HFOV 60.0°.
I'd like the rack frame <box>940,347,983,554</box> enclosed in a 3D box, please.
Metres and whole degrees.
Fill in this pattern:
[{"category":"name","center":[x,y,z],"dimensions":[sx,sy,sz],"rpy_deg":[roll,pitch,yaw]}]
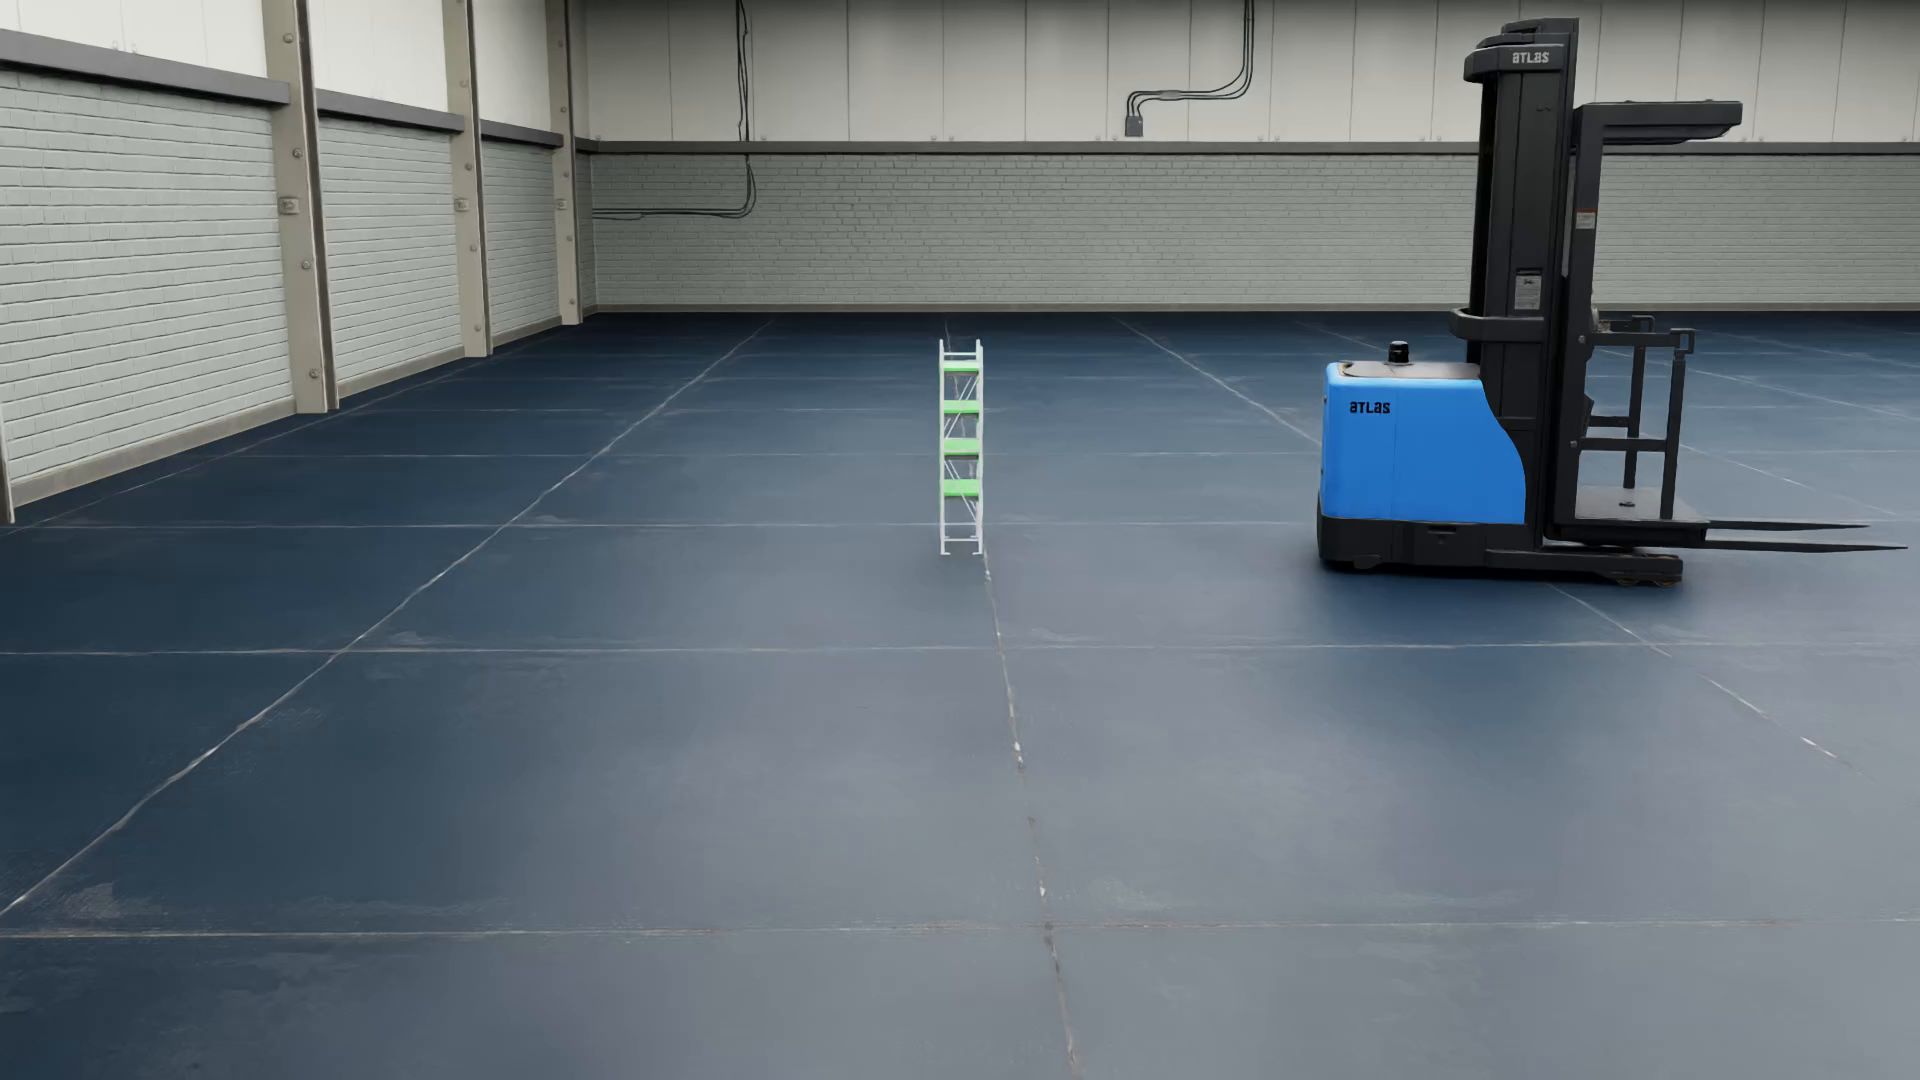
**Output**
[{"category":"rack frame","center":[0.008,-0.507,9.539],"dimensions":[0.240,1.200,0.015],"rpy_deg":[0,11,-1]}]

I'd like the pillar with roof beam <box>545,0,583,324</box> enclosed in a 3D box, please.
[{"category":"pillar with roof beam","center":[-2.255,-8.082,27.262],"dimensions":[9.100,9.000,0.400],"rpy_deg":[0,11,-1]}]

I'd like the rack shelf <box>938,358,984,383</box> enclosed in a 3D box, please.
[{"category":"rack shelf","center":[0.003,-0.963,9.695],"dimensions":[0.258,0.148,0.480],"rpy_deg":[0,11,-1]}]

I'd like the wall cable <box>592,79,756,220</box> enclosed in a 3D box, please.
[{"category":"wall cable","center":[-5.298,-7.133,30.397],"dimensions":[3.097,2.526,0.112],"rpy_deg":[0,11,-1]}]

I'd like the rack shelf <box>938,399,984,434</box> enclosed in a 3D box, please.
[{"category":"rack shelf","center":[0.003,-0.728,9.743],"dimensions":[0.258,0.148,0.480],"rpy_deg":[0,11,-1]}]

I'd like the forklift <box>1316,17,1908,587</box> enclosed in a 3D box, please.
[{"category":"forklift","center":[3.566,-1.301,9.098],"dimensions":[3.031,2.935,1.130],"rpy_deg":[2,12,11]}]

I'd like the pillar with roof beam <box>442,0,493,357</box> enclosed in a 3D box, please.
[{"category":"pillar with roof beam","center":[-2.131,-6.889,21.383],"dimensions":[9.100,9.000,0.400],"rpy_deg":[0,11,-1]}]

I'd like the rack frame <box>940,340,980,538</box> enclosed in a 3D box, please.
[{"category":"rack frame","center":[-0.002,-0.604,10.017],"dimensions":[0.240,1.200,0.015],"rpy_deg":[0,11,-1]}]

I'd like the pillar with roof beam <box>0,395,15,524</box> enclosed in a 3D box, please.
[{"category":"pillar with roof beam","center":[-1.883,-4.504,9.626],"dimensions":[9.100,9.000,0.400],"rpy_deg":[0,11,-1]}]

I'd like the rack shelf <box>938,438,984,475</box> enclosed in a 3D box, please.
[{"category":"rack shelf","center":[0.003,-0.492,9.790],"dimensions":[0.258,0.148,0.480],"rpy_deg":[0,11,-1]}]

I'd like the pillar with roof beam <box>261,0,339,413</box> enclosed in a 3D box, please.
[{"category":"pillar with roof beam","center":[-2.007,-5.696,15.504],"dimensions":[9.100,9.000,0.400],"rpy_deg":[0,11,-1]}]

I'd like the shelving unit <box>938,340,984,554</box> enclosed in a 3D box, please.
[{"category":"shelving unit","center":[0.003,-0.555,9.778],"dimensions":[0.258,1.200,0.503],"rpy_deg":[0,11,-1]}]

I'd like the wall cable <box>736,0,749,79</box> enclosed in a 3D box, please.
[{"category":"wall cable","center":[-2.593,-9.620,29.950],"dimensions":[3.097,2.526,0.112],"rpy_deg":[0,11,-1]}]

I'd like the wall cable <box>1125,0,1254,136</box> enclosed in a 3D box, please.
[{"category":"wall cable","center":[4.194,-10.358,29.927],"dimensions":[2.305,6.003,0.169],"rpy_deg":[0,11,-1]}]

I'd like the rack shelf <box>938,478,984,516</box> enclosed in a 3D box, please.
[{"category":"rack shelf","center":[0.003,-0.257,9.838],"dimensions":[0.258,0.148,0.480],"rpy_deg":[0,11,-1]}]
